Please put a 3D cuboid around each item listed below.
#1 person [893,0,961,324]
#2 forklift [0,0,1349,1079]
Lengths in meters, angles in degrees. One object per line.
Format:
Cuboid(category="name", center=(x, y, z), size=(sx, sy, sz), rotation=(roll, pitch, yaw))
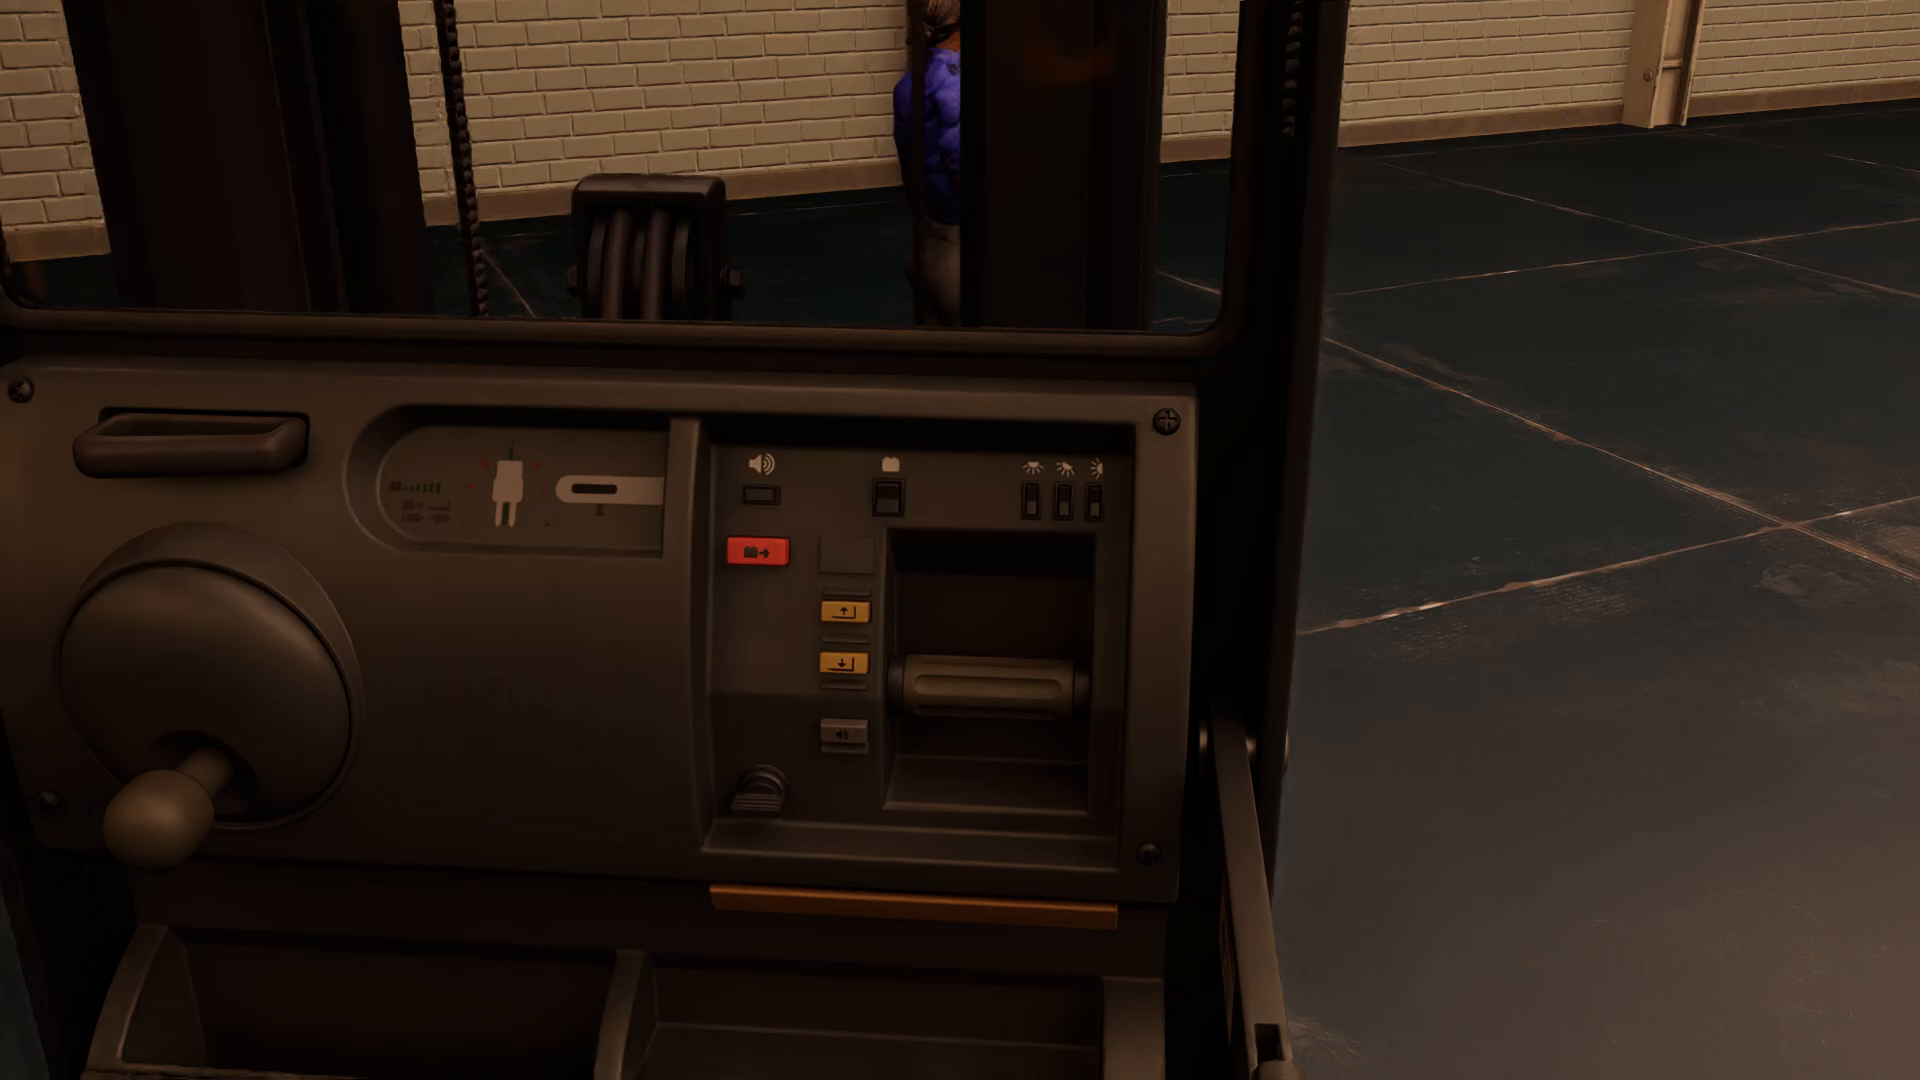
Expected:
Cuboid(category="person", center=(0.088, -0.778, 4.804), size=(0.503, 1.656, 0.569), rotation=(-10, 25, -23))
Cuboid(category="forklift", center=(-0.306, 0.087, 1.077), size=(1.130, 2.935, 3.031), rotation=(2, 23, 5))
